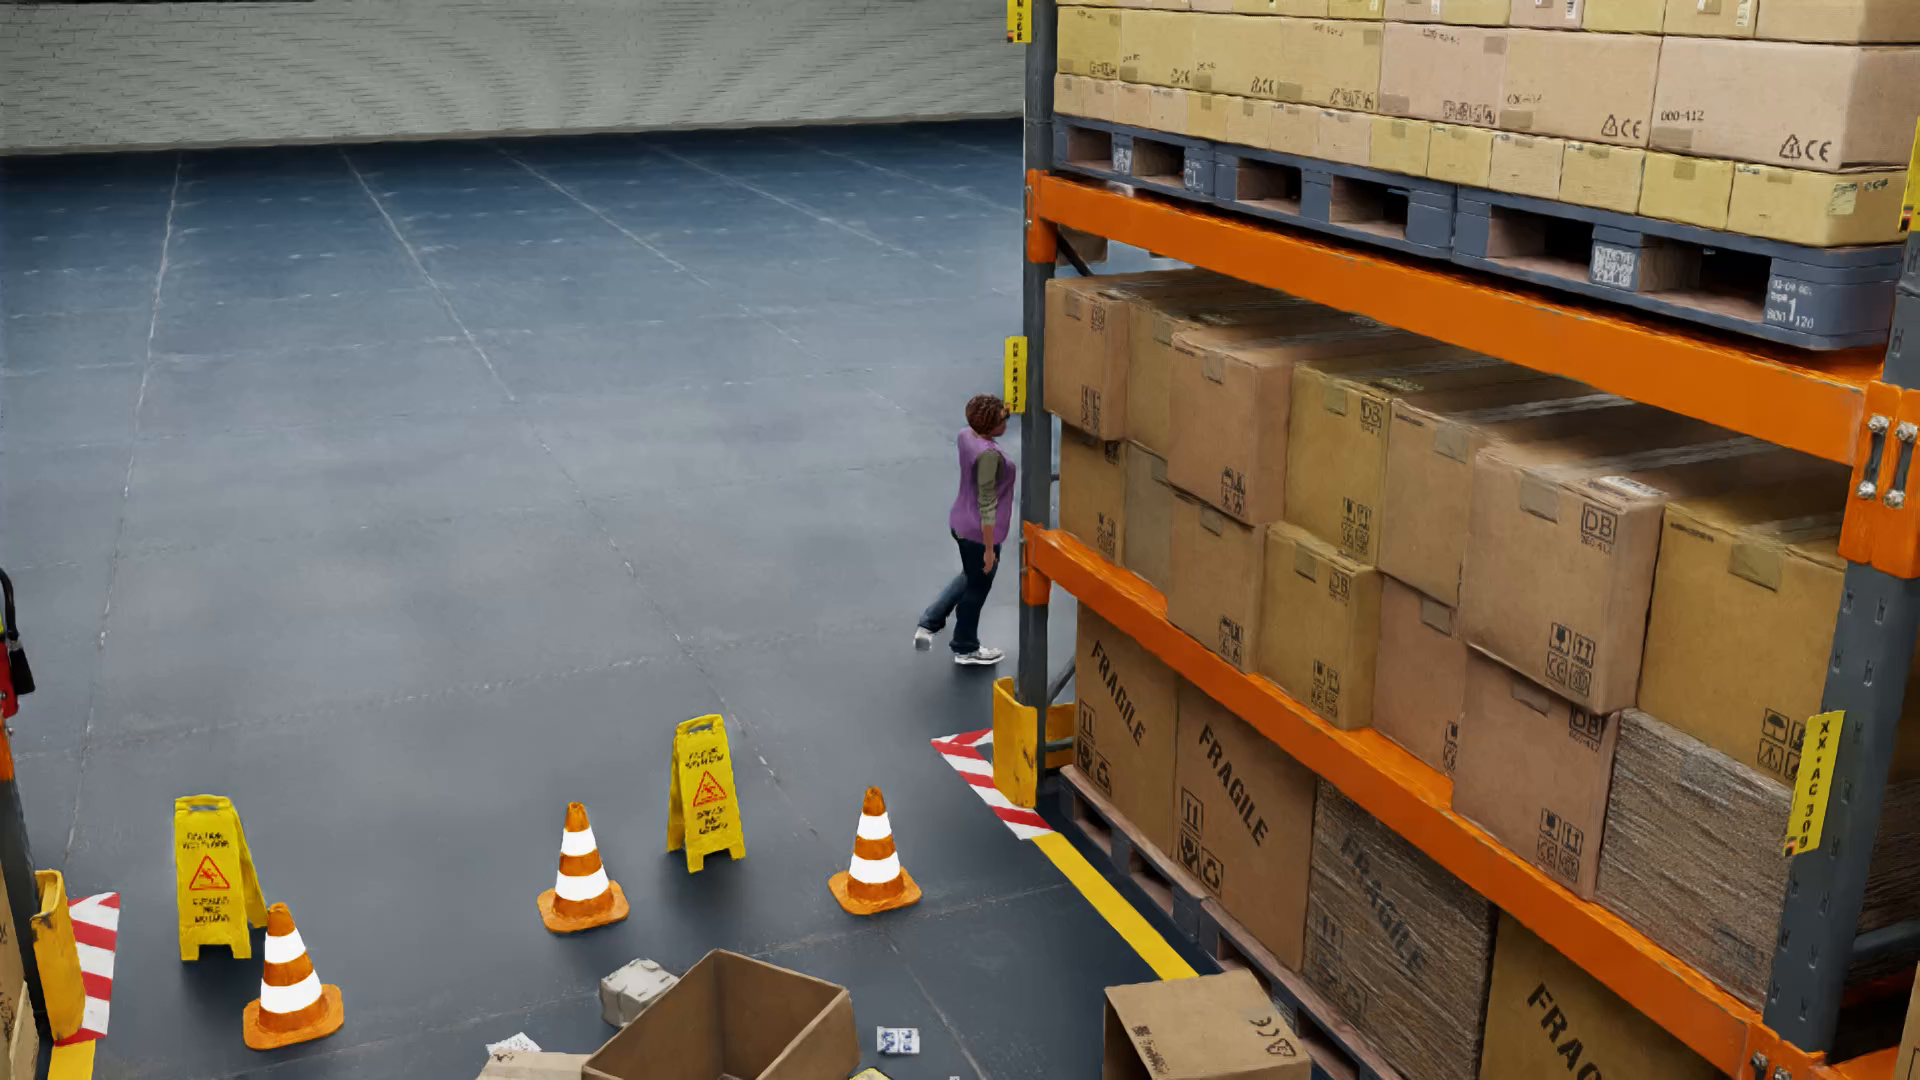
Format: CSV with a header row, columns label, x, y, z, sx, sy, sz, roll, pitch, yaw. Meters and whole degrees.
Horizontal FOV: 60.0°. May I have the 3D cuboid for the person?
label,x,y,z,sx,sy,sz,roll,pitch,yaw
person,0.027,-0.028,8.689,0.517,1.561,0.470,-8,21,-23
